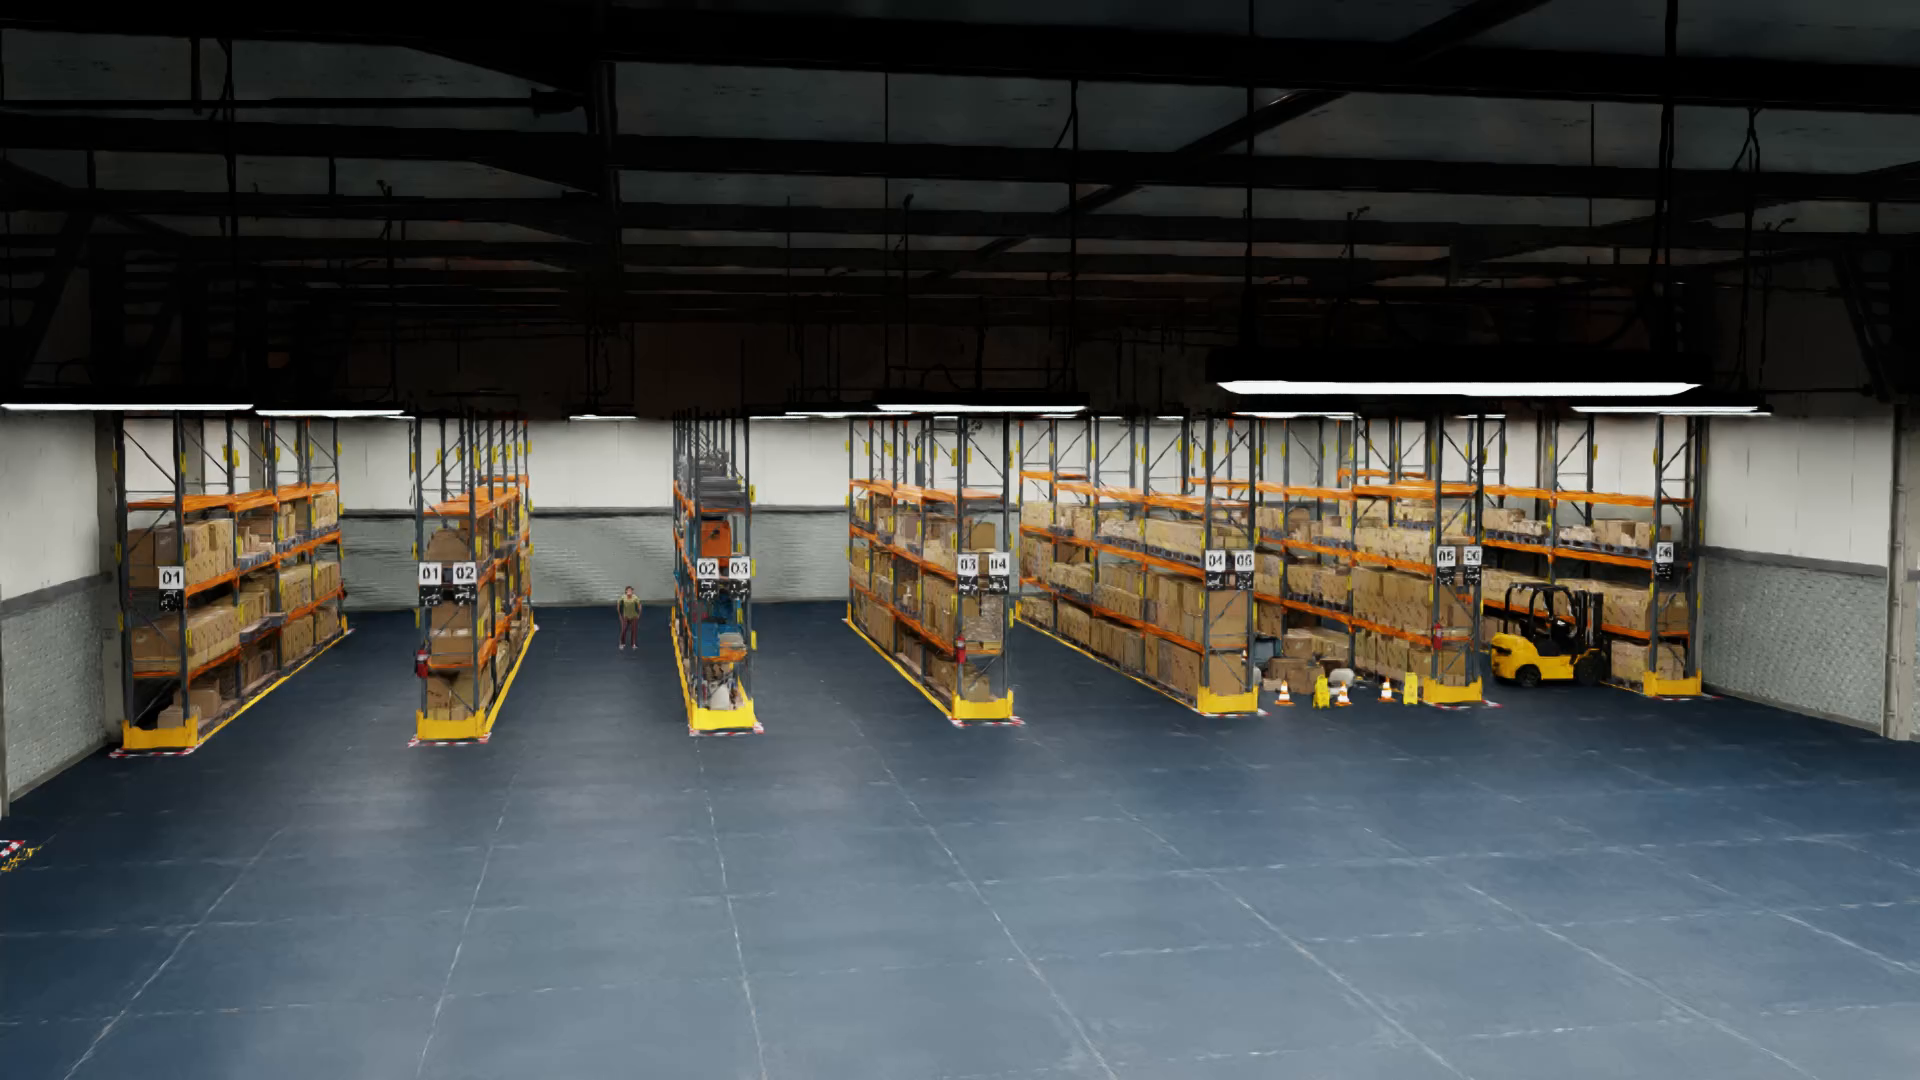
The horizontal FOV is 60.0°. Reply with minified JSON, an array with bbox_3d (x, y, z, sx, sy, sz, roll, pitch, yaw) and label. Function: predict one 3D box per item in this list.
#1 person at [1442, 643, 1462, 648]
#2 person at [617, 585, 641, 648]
[{"bbox_3d":[11.137,2.172,37.618,0.456,1.733,0.593,-4,6,-43],"label":"person"},{"bbox_3d":[-8.345,1.949,41.947,0.598,1.601,0.507,-1,4,-13],"label":"person"}]
